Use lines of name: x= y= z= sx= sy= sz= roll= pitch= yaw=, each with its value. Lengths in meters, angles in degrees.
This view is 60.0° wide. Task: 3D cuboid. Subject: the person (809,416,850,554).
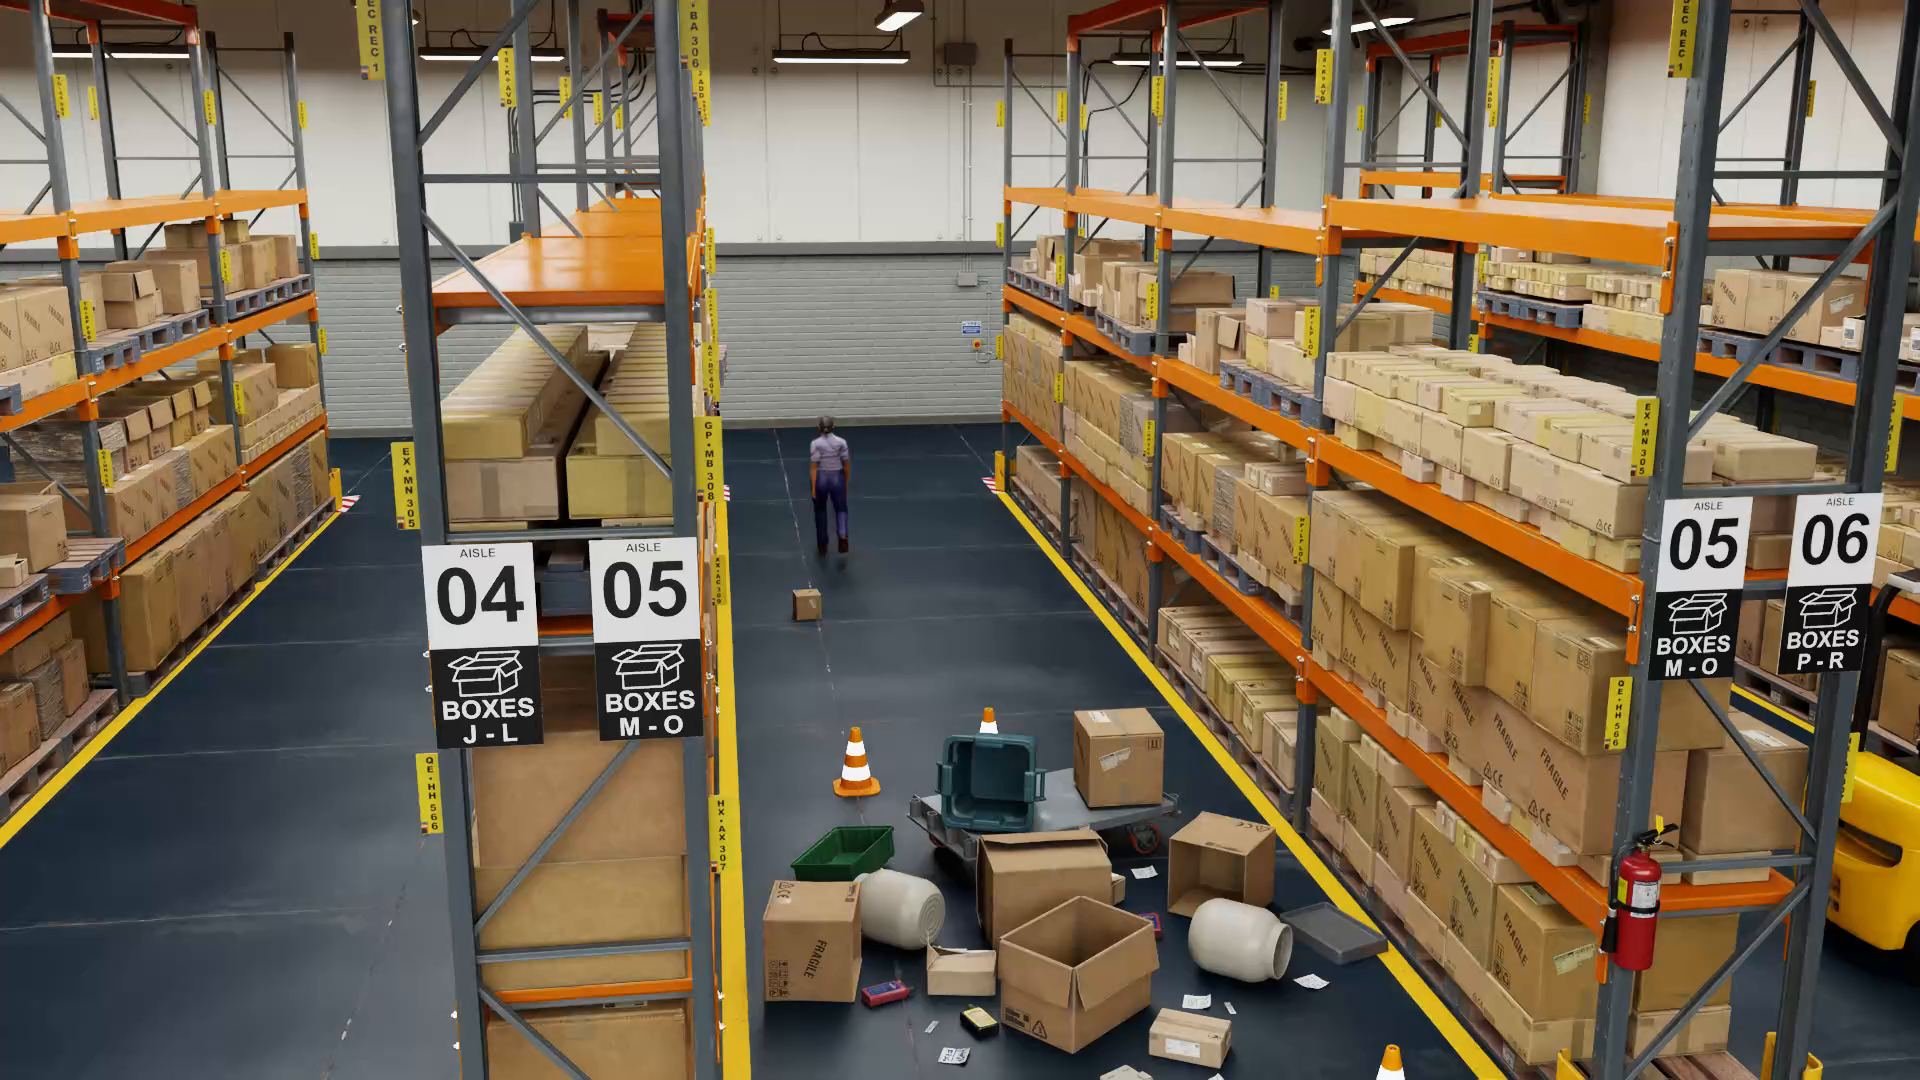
person: x=-1.494 y=-0.633 z=19.172 sx=0.473 sy=1.615 sz=0.800 roll=-2 pitch=13 yaw=-8
